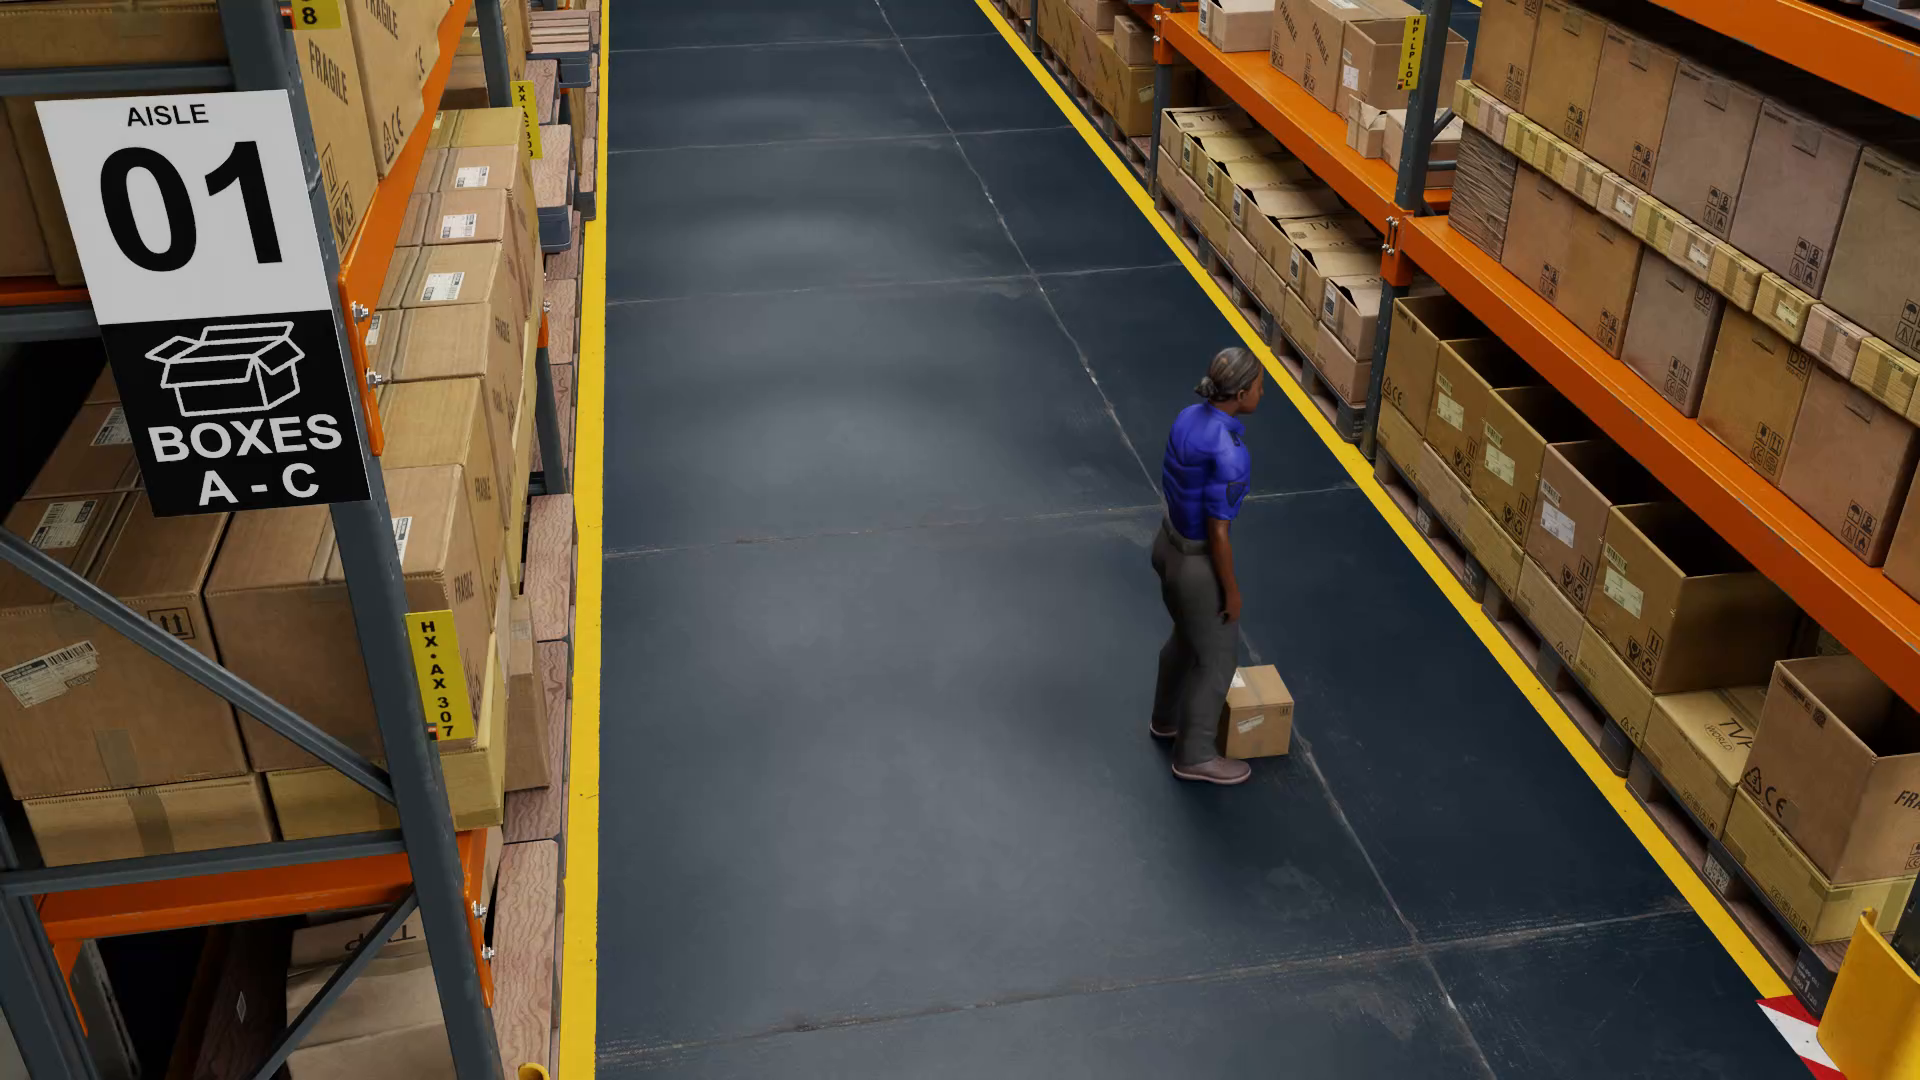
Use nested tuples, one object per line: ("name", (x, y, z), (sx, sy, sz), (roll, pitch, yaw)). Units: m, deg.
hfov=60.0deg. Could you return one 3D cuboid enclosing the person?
("person", (0.884, 0.088, 5.990), (0.348, 1.653, 0.524), (-7, 32, -12))
